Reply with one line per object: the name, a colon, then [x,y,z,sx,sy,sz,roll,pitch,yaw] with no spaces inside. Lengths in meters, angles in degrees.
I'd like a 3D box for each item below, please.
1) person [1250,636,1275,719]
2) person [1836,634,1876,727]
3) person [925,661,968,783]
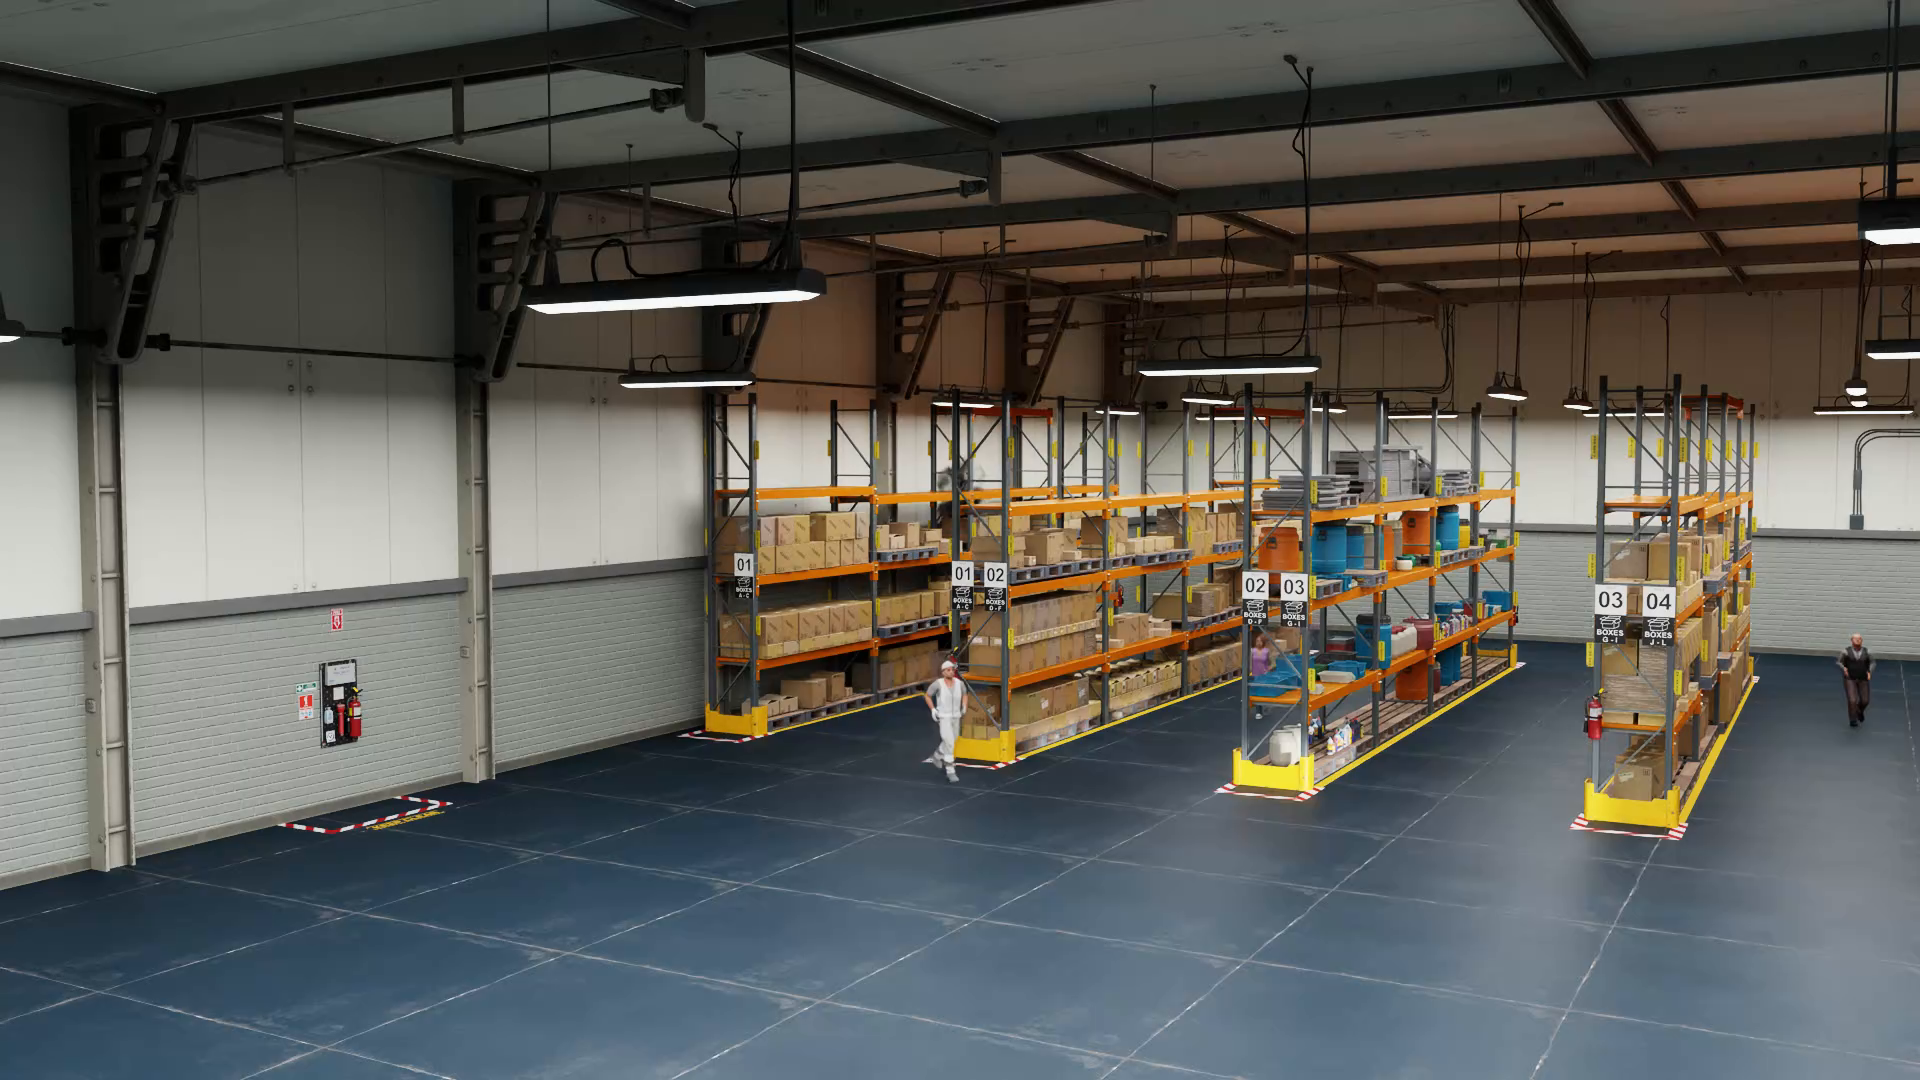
person: [5.571,2.555,30.917,0.532,1.550,0.559,1,3,21]
person: [16.224,2.537,30.100,0.656,1.673,0.604,1,3,21]
person: [-0.194,2.734,25.387,0.652,1.810,0.865,-2,4,-29]
